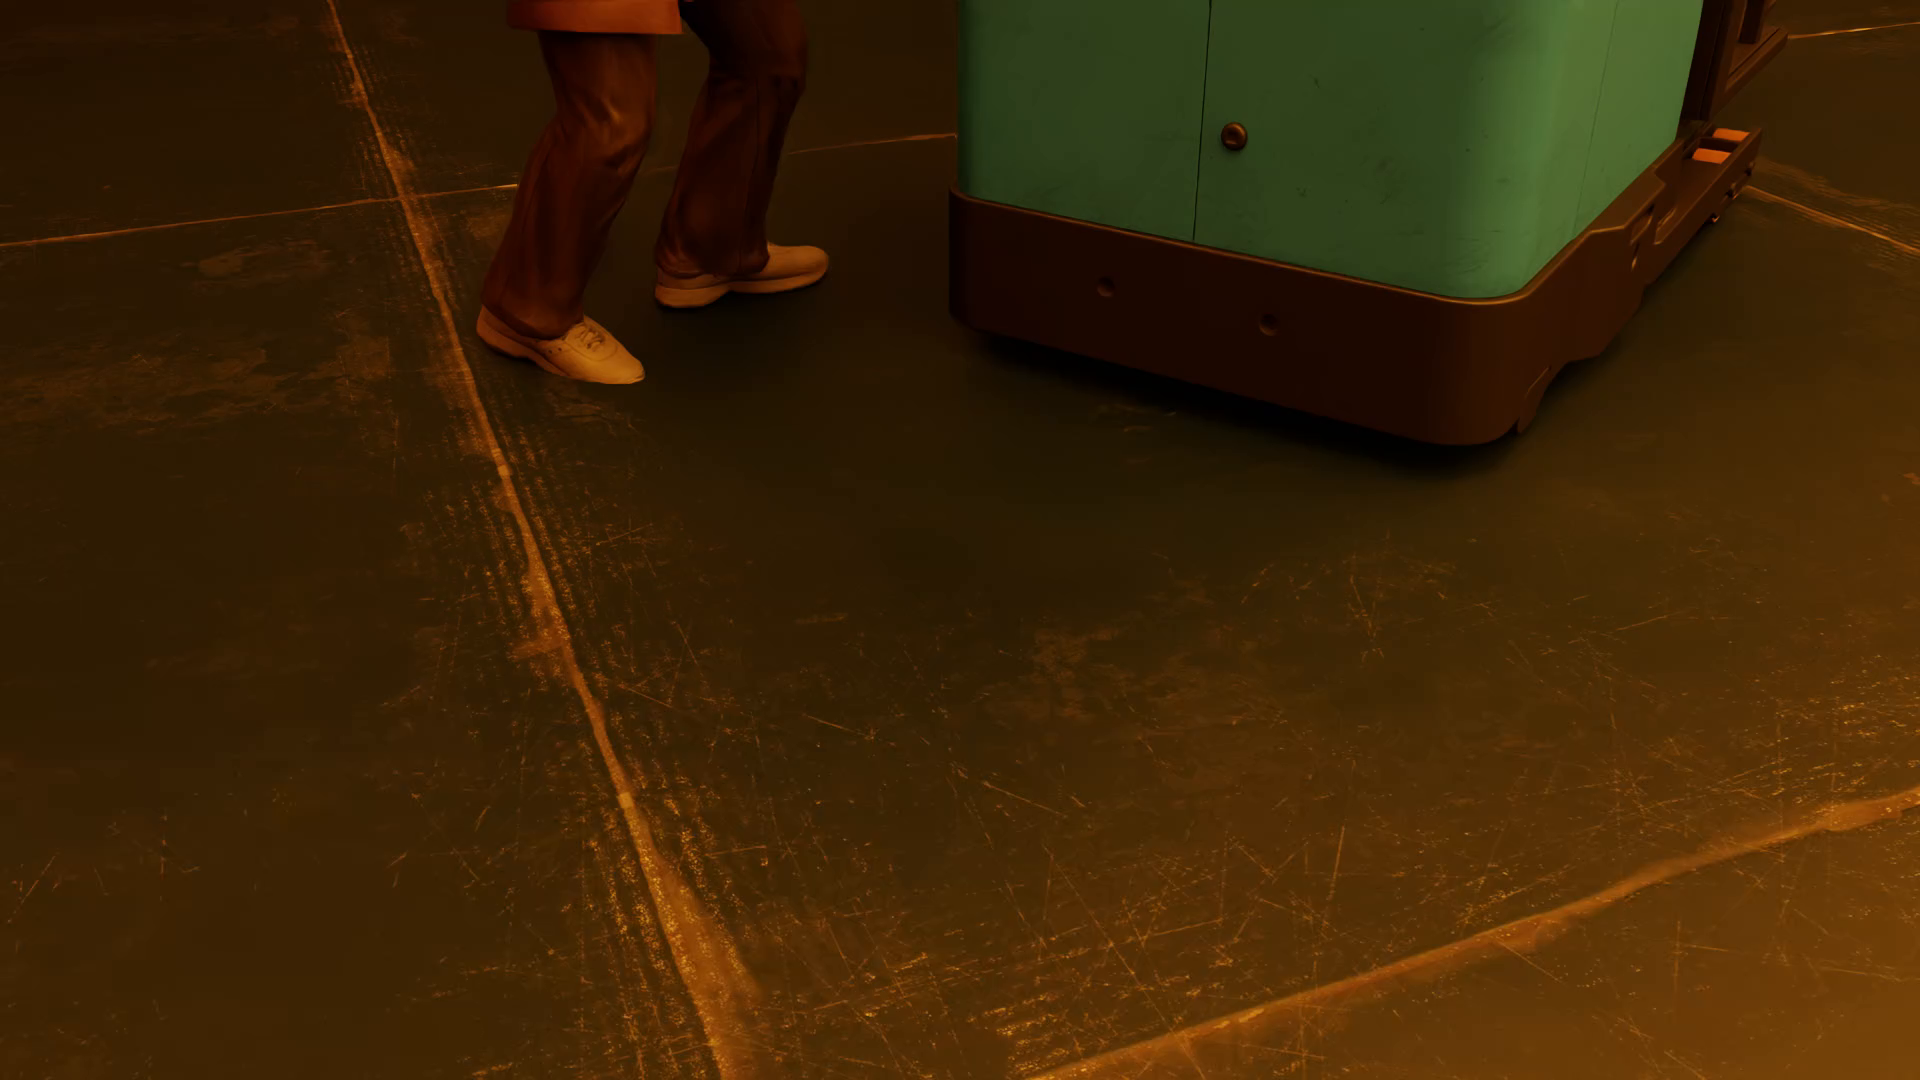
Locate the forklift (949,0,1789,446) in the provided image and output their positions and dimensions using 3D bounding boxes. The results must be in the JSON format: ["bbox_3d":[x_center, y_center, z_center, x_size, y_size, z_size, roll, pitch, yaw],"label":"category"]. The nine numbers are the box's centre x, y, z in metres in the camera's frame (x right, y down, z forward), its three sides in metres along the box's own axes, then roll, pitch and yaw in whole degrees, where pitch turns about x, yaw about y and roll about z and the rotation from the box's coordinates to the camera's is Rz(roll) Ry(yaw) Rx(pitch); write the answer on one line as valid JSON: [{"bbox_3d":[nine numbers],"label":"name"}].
[{"bbox_3d":[1.215,-2.105,3.234,1.130,2.935,3.031,18,34,29],"label":"forklift"}]

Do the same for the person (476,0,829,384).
[{"bbox_3d":[-0.595,-1.107,2.746,0.529,1.749,0.932,15,33,25],"label":"person"}]
